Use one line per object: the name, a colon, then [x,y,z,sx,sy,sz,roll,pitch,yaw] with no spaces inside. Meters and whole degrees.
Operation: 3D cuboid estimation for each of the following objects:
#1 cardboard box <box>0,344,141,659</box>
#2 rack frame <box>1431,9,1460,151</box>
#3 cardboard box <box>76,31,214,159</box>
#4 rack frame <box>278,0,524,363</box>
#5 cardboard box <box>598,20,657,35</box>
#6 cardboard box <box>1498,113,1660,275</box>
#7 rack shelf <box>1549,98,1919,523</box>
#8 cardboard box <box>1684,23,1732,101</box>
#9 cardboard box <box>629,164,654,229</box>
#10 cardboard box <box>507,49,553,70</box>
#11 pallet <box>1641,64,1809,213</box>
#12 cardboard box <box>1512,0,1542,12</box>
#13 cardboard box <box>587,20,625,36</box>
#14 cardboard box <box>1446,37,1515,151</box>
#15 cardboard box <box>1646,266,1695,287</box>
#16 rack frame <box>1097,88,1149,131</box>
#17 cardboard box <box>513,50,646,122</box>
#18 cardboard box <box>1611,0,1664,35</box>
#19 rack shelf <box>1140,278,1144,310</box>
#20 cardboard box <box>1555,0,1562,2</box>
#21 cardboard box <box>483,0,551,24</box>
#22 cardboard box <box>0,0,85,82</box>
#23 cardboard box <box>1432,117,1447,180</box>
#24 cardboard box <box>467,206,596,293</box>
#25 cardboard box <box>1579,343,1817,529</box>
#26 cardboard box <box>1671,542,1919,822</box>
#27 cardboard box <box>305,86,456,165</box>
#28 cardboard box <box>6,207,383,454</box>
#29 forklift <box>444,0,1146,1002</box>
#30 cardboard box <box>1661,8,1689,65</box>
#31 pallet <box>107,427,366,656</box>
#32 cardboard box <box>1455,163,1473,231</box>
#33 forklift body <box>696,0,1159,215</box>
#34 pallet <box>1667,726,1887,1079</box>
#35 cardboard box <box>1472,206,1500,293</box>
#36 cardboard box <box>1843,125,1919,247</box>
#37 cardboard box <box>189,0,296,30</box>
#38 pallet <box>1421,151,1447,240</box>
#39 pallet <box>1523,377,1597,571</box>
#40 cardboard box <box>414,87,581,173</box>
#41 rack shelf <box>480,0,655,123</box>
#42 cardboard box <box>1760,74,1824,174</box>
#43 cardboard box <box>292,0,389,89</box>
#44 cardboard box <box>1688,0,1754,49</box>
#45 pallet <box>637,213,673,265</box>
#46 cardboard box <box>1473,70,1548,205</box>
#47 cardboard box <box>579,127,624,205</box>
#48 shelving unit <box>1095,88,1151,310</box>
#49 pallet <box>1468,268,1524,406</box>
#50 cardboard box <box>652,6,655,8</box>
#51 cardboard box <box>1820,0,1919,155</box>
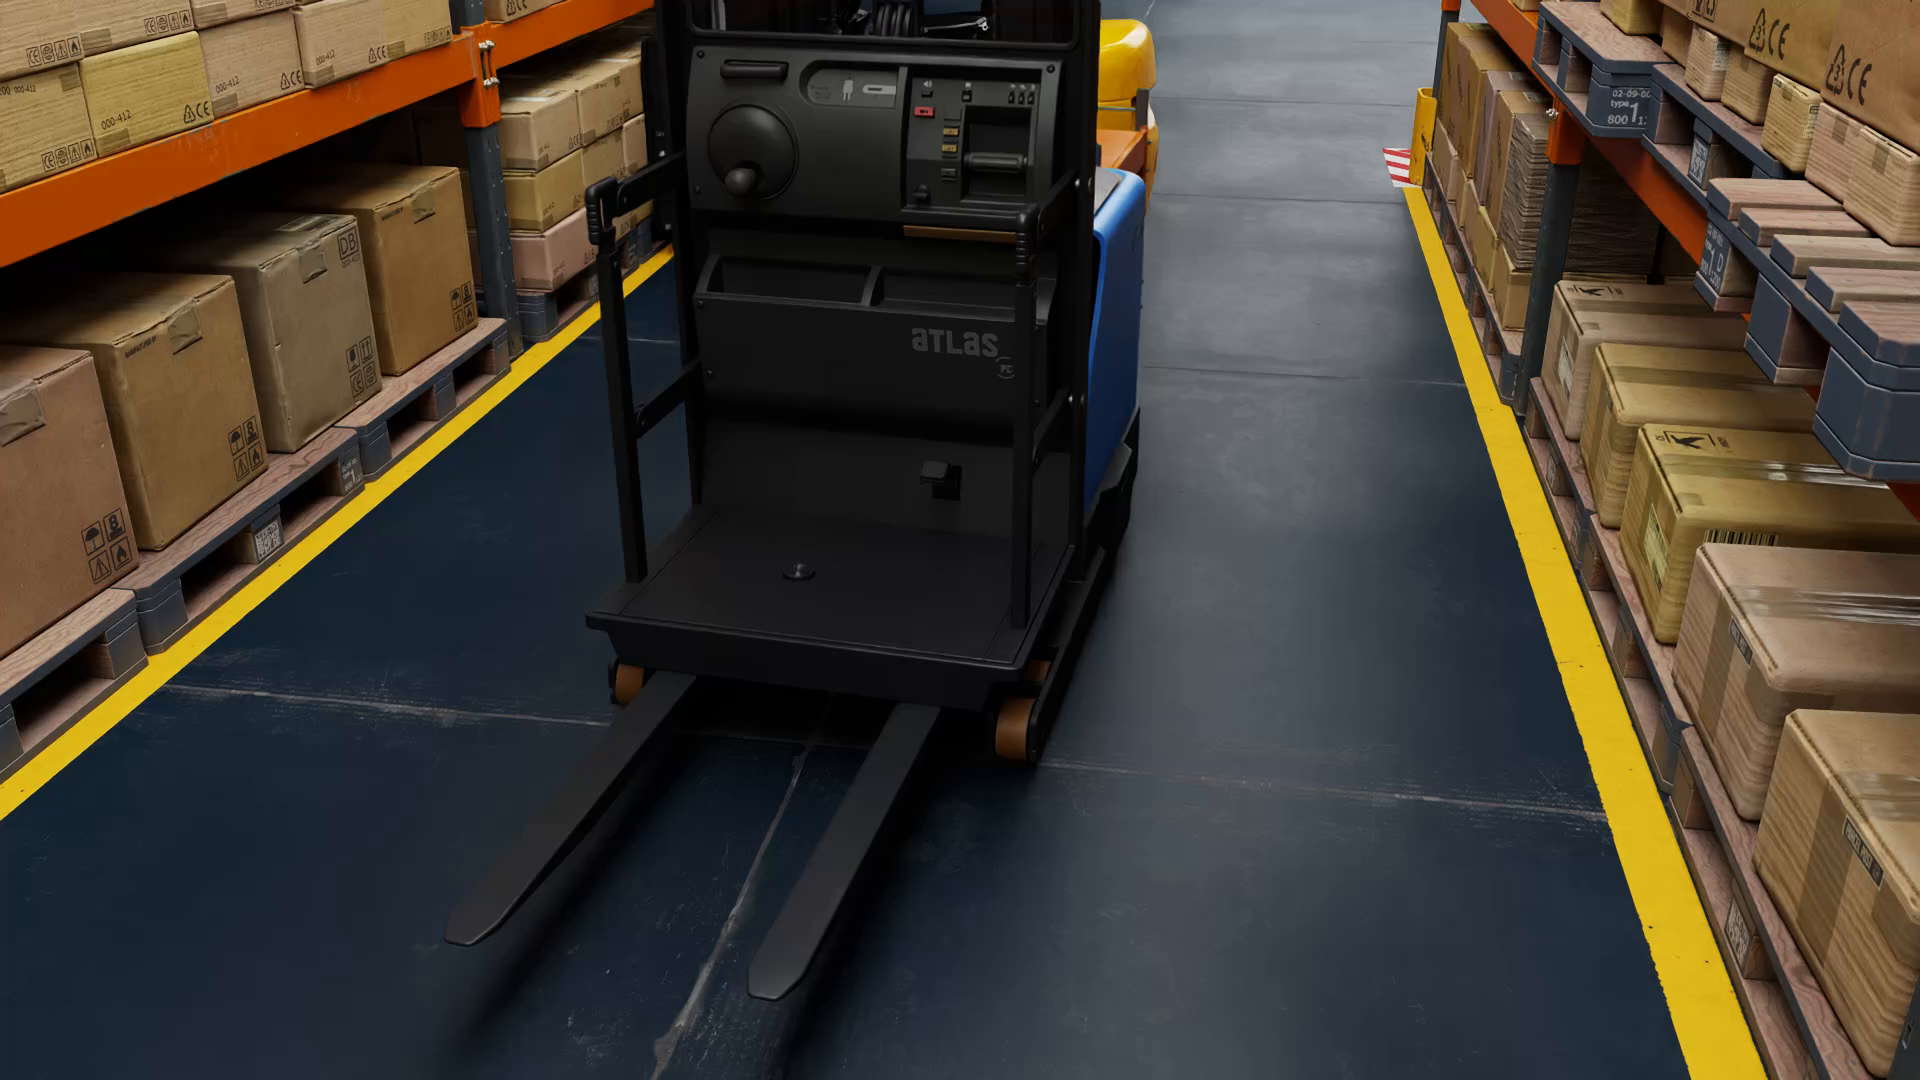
cardboard box: [-2.753,-0.120,4.274,0.875,0.625,0.625,5,26,10]
rack frame: [3.237,-3.475,9.136,1.000,3.000,0.127,4,25,9]
cardboard box: [-2.403,-1.215,4.485,0.500,0.250,0.500,5,26,10]
rack frame: [-2.314,-2.145,6.293,1.000,3.000,0.127,4,25,9]
cardboard box: [-1.578,-2.575,8.782,0.500,0.250,0.500,4,25,9]
cardboard box: [2.416,-1.353,6.465,0.500,0.500,0.500,4,25,8]
rack shelf: [2.257,-0.640,3.927,1.077,0.370,4.000,4,25,9]
cardboard box: [1.941,-1.126,3.919,0.380,0.149,0.250,5,26,11]
cardboard box: [-1.772,-1.698,8.088,0.500,0.250,0.500,4,25,9]
cardboard box: [-2.260,-2.185,7.949,0.500,0.250,0.500,4,25,9]
pallet: [2.213,-0.873,3.803,1.003,0.211,1.213,4,25,9]
cardboard box: [2.498,-2.269,6.856,0.380,0.149,0.250,4,25,8]
cardboard box: [-2.096,-2.610,8.856,0.500,0.250,0.500,4,25,8]
cardboard box: [2.748,-2.213,8.302,0.500,0.500,0.500,3,25,7]
cardboard box: [2.946,-0.975,6.543,0.500,0.250,0.500,3,25,6]
rack frame: [0.459,-1.190,6.466,0.500,1.125,0.032,6,26,13]
cardboard box: [-1.762,-2.145,7.863,0.500,0.250,0.500,5,26,10]
cardboard box: [2.132,-1.566,4.857,0.380,0.149,0.250,5,25,10]
rack shelf: [0.332,-0.760,6.124,0.538,0.278,1.000,6,26,13]
cardboard box: [2.335,-1.844,5.948,0.380,0.149,0.250,4,25,8]
cardboard box: [-1.984,-2.357,6.630,0.500,0.500,0.500,3,25,7]
cardboard box: [-2.468,-1.226,3.918,0.500,0.250,0.500,3,25,7]
cardboard box: [2.833,-2.102,8.950,0.500,0.250,0.500,4,25,8]
cardboard box: [-1.908,-1.269,7.170,0.500,0.250,0.500,4,25,9]
cardboard box: [2.386,-0.282,4.918,0.950,0.372,0.625,6,26,12]
cardboard box: [2.145,0.326,3.620,0.950,0.372,0.625,4,25,8]
cardboard box: [-2.424,-1.762,7.044,0.500,0.250,0.500,5,25,10]
cardboard box: [-2.522,-0.716,5.548,0.875,0.625,0.625,4,25,8]
forklift: [-0.270,-0.961,3.845,1.130,2.935,3.031,6,26,13]
cardboard box: [2.078,-1.337,4.369,0.380,0.149,0.250,4,25,9]
pallet: [-2.593,-0.059,5.127,1.003,0.211,1.213,4,25,9]
cardboard box: [2.665,-1.660,8.006,0.500,0.250,0.500,6,26,12]
forklift body: [-0.170,-2.514,8.083,2.313,2.155,1.214,4,25,9]
pallet: [2.059,0.807,3.277,1.003,0.211,1.213,4,25,9]
cardboard box: [2.492,-1.236,7.101,0.500,0.250,0.500,3,25,7]
cardboard box: [1.721,-0.585,2.762,0.380,0.149,0.250,4,25,8]
cardboard box: [-2.308,-1.651,4.826,0.500,0.250,0.500,5,25,10]
pallet: [3.057,-1.843,8.939,1.003,0.211,1.213,4,25,9]
pallet: [2.458,-0.214,5.457,1.003,0.211,1.213,4,25,9]
cardboard box: [-1.925,-1.723,6.961,0.500,0.250,0.500,4,25,8]
rack shelf: [-1.987,-2.655,8.233,1.077,0.370,4.000,4,25,9]
cardboard box: [1.801,-0.806,3.234,0.380,0.149,0.250,4,25,9]
cardboard box: [-2.215,-1.637,5.386,0.500,0.250,0.500,4,25,8]
cardboard box: [1.975,-1.365,3.664,0.500,0.500,0.500,3,25,6]
pallet: [-1.946,-1.723,8.682,1.003,0.211,1.213,4,25,9]
cardboard box: [2.579,-1.779,7.376,0.500,0.500,0.500,5,26,11]
cardboard box: [-1.850,-1.708,7.518,0.500,0.250,0.500,4,25,8]
shelving unit: [0.332,-0.981,6.020,0.538,1.125,1.048,6,26,13]
pallet: [2.659,-0.823,6.758,1.003,0.211,1.213,4,25,9]
cardboard box: [-1.925,-3.027,9.748,0.500,0.250,0.500,4,25,8]
cardboard box: [1.804,-0.926,2.726,0.500,0.500,0.500,4,25,8]
